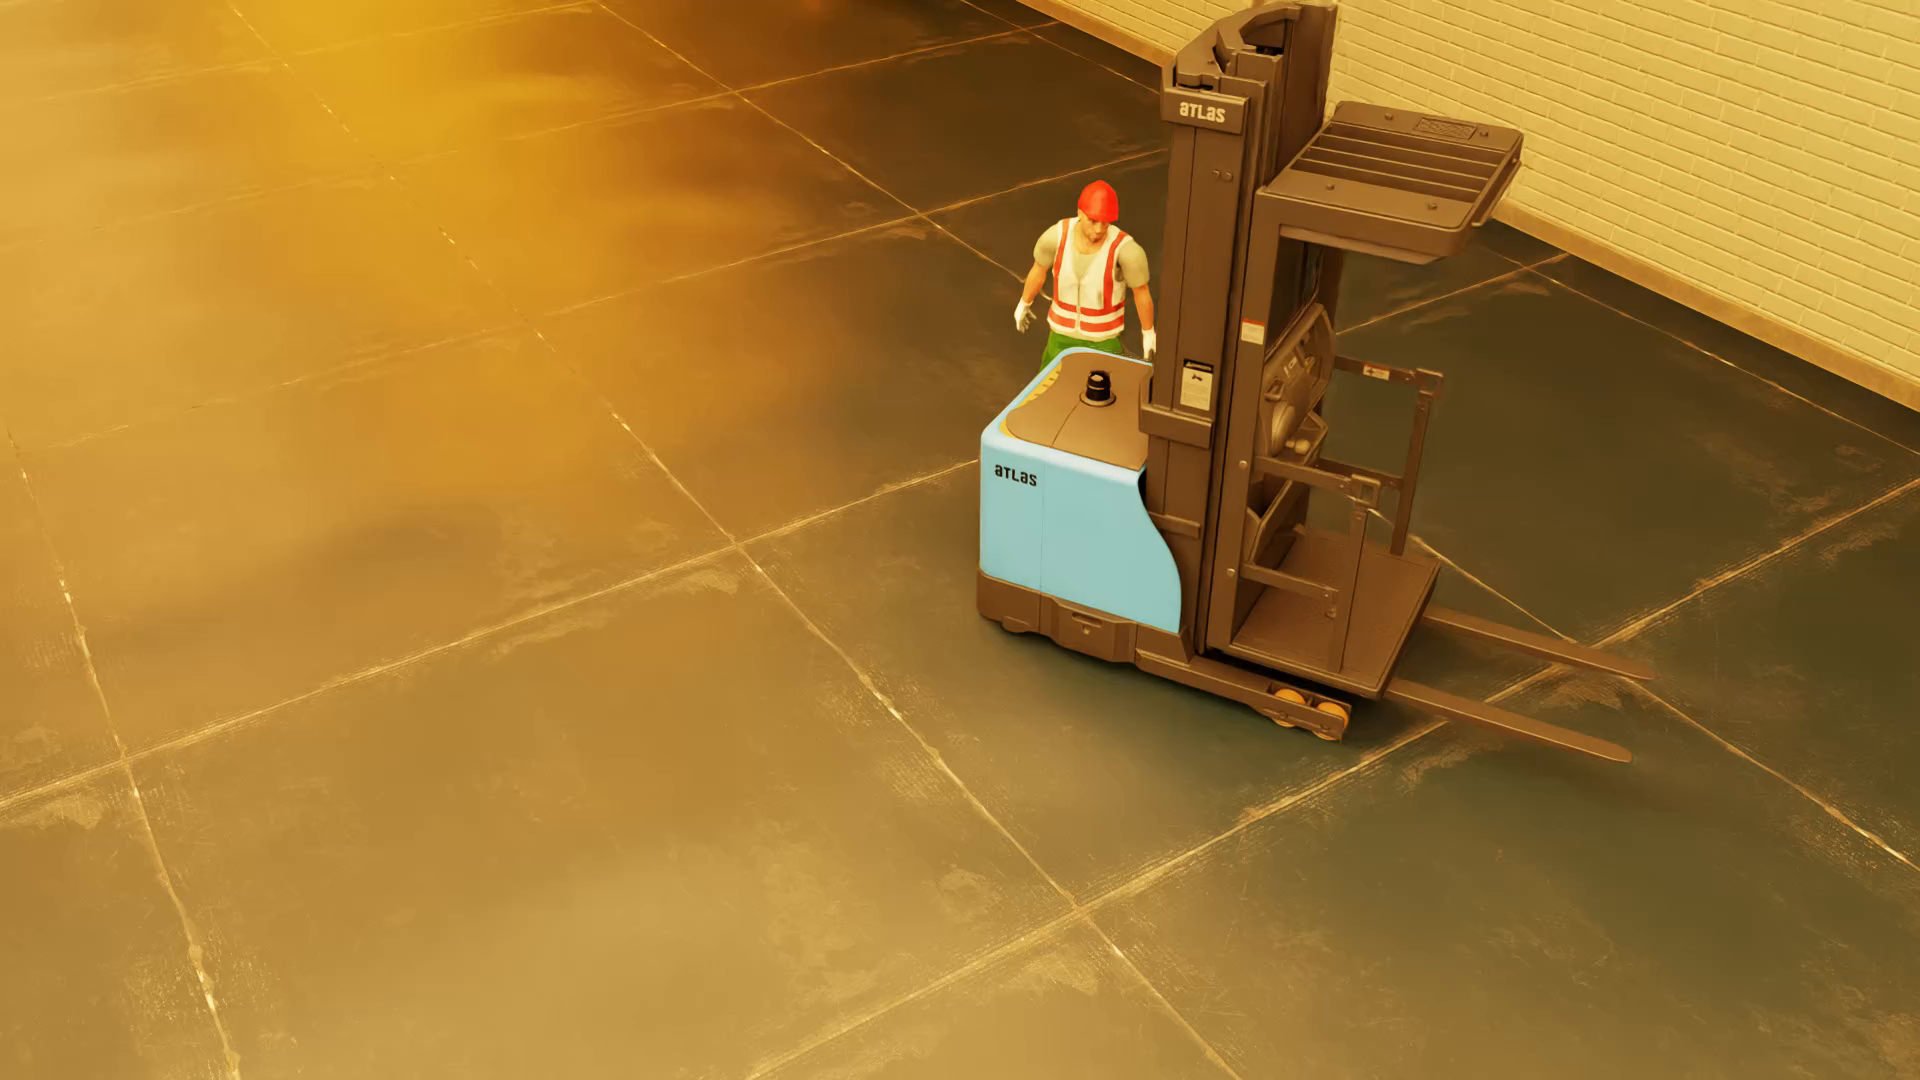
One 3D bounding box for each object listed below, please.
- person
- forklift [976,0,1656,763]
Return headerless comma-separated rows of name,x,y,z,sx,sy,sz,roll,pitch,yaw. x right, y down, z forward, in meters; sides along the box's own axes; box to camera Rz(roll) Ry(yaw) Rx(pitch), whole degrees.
person,0.670,-1.084,8.738,0.879,1.749,0.454,12,37,17
forklift,1.628,-0.657,7.082,3.031,2.935,1.130,17,38,22
